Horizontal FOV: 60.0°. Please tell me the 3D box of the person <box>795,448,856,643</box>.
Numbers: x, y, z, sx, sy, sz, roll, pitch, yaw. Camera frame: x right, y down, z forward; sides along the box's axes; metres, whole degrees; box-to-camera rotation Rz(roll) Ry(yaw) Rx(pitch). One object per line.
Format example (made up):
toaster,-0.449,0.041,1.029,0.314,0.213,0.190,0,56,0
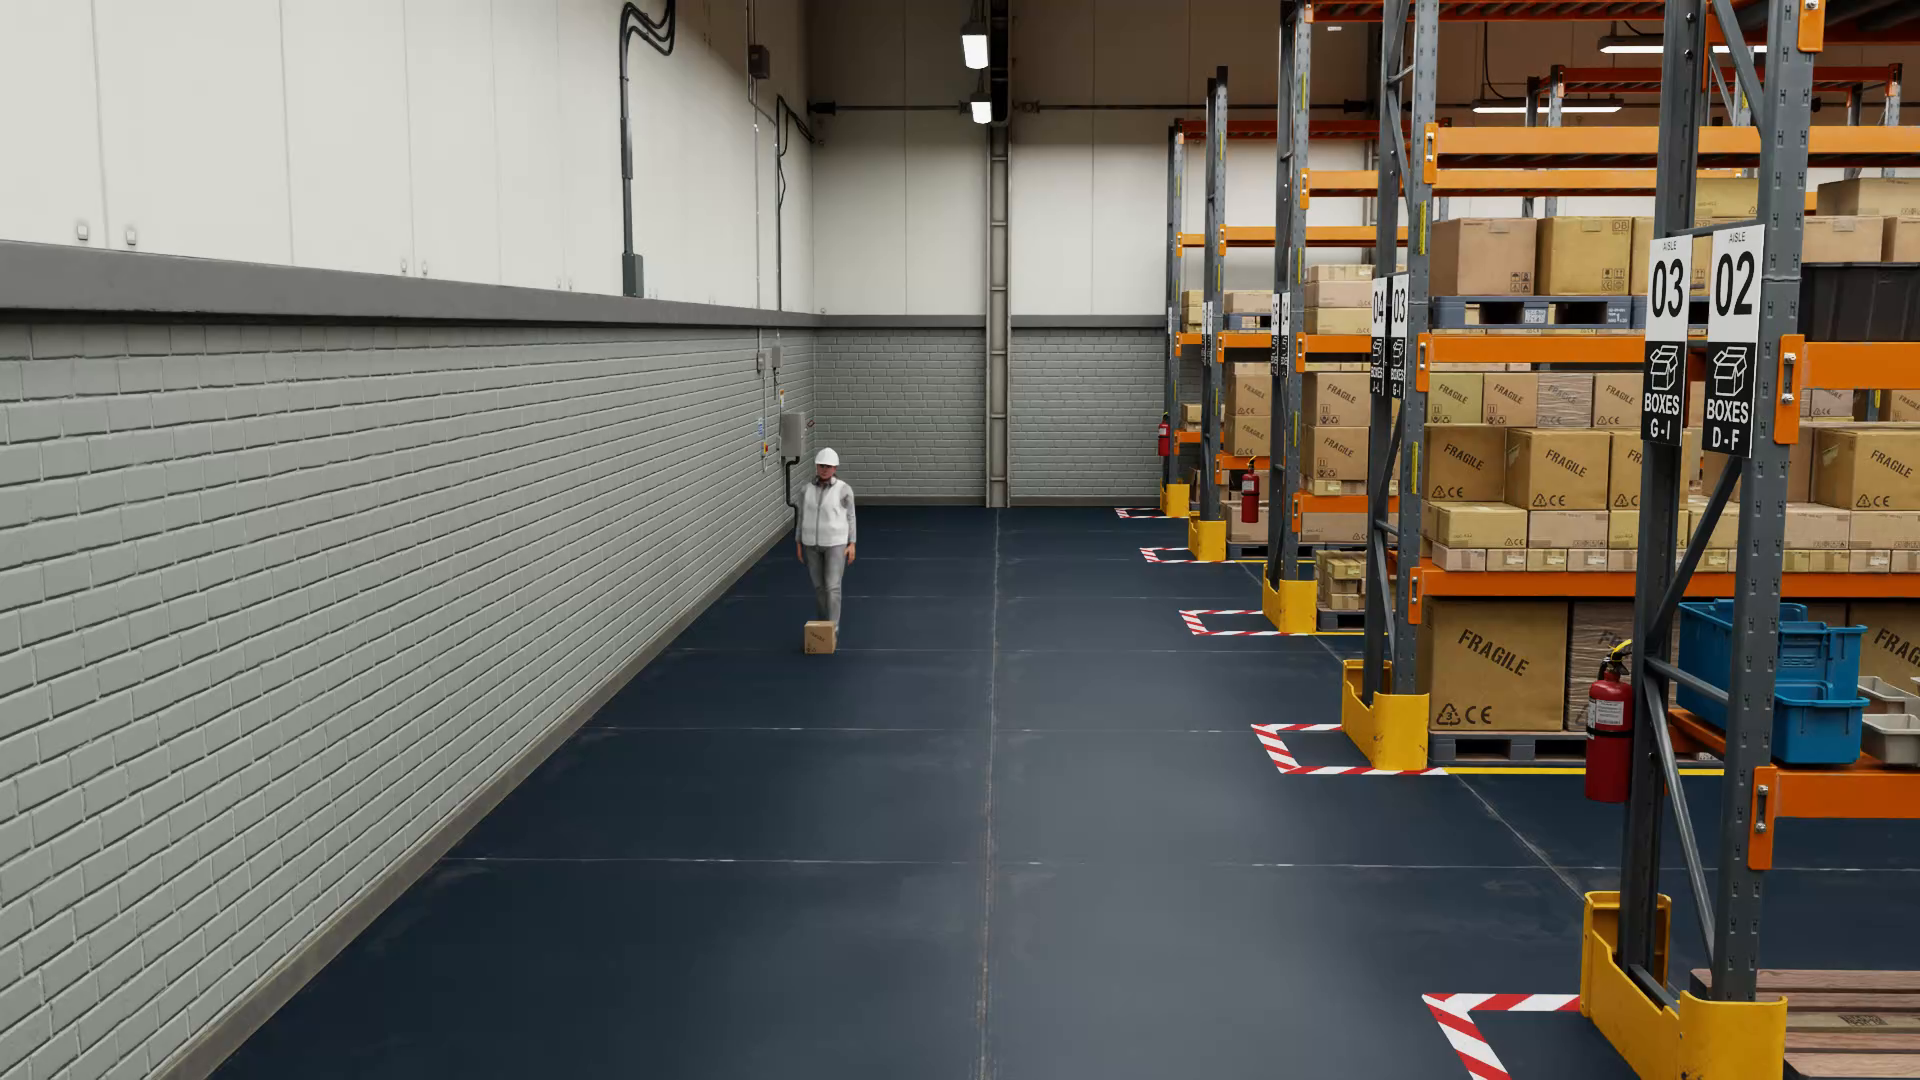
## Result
person,-1.279,0.053,15.141,0.561,1.769,0.645,3,8,20
